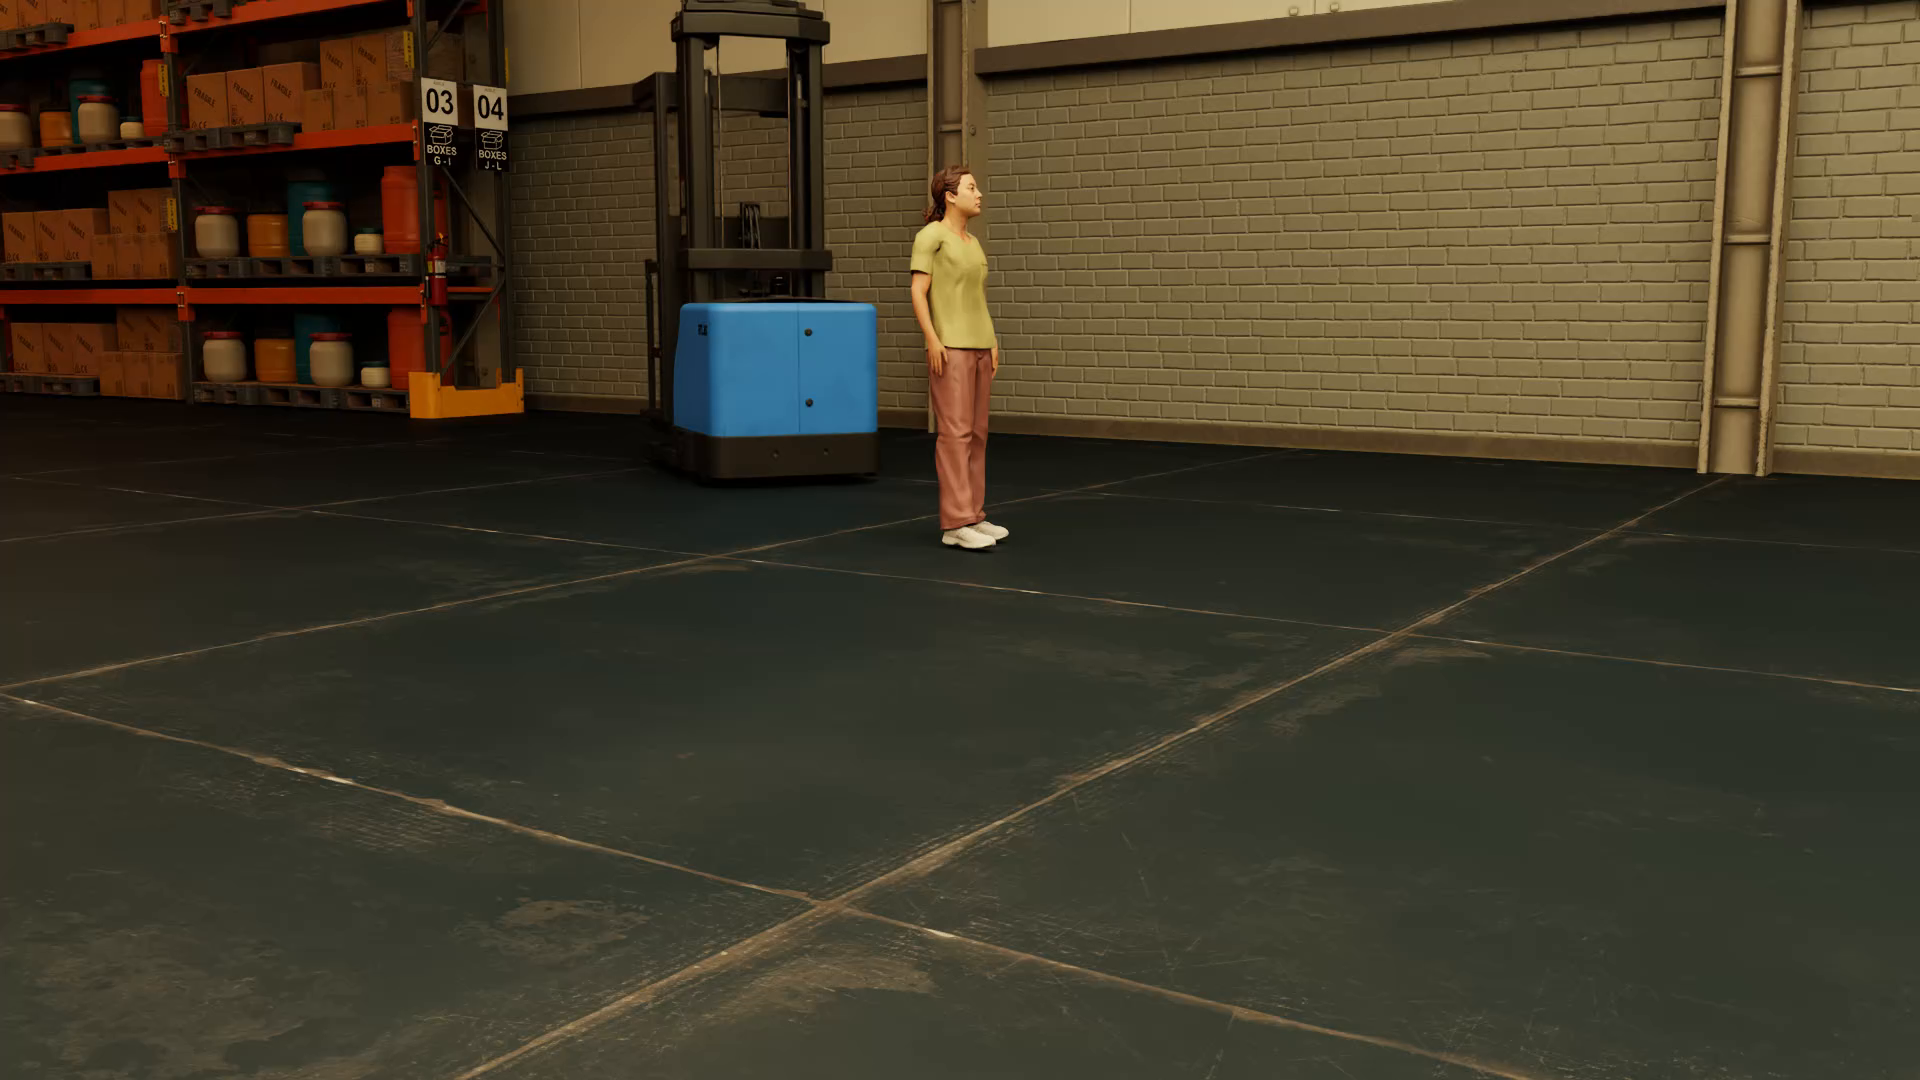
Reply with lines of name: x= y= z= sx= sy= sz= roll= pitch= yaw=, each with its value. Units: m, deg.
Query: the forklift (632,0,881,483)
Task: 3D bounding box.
forklift: x=-1.502 y=-1.953 z=10.927 sx=1.130 sy=2.935 sz=3.031 roll=-3 pitch=9 yaw=-22

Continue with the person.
person: x=0.055 y=-0.830 z=7.435 sx=0.549 sy=1.675 sz=0.555 roll=5 pitch=10 yaw=34
